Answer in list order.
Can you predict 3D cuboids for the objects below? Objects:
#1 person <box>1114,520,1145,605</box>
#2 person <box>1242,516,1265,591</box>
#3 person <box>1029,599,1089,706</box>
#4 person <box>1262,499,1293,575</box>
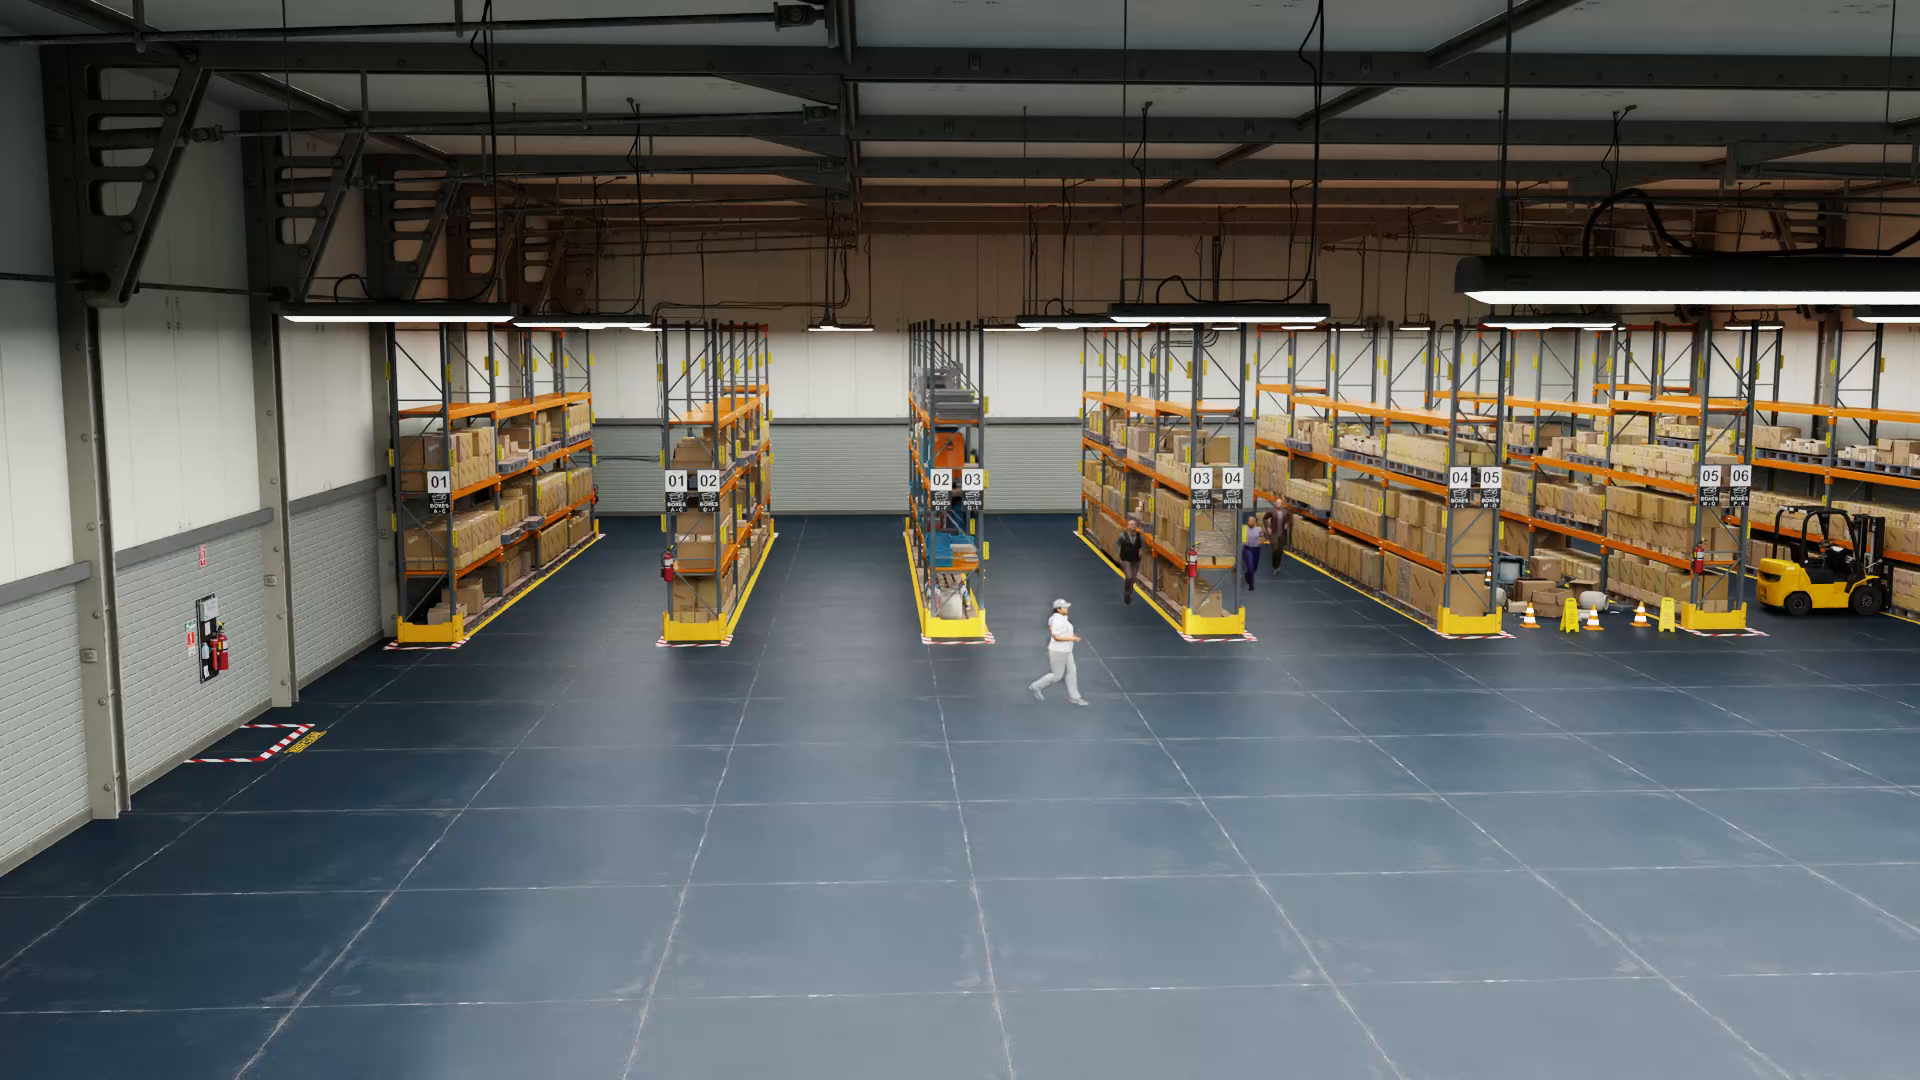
[{"bbox_3d":[3.468,0.453,33.707,0.582,1.732,0.718,-2,7,-13],"label":"person"},{"bbox_3d":[6.598,0.281,37.608,0.598,1.657,0.812,-1,7,-4],"label":"person"},{"bbox_3d":[1.530,1.733,25.640,0.921,1.667,0.609,2,7,13],"label":"person"},{"bbox_3d":[7.629,-0.061,39.868,0.690,1.843,0.752,0,7,-2],"label":"person"}]
